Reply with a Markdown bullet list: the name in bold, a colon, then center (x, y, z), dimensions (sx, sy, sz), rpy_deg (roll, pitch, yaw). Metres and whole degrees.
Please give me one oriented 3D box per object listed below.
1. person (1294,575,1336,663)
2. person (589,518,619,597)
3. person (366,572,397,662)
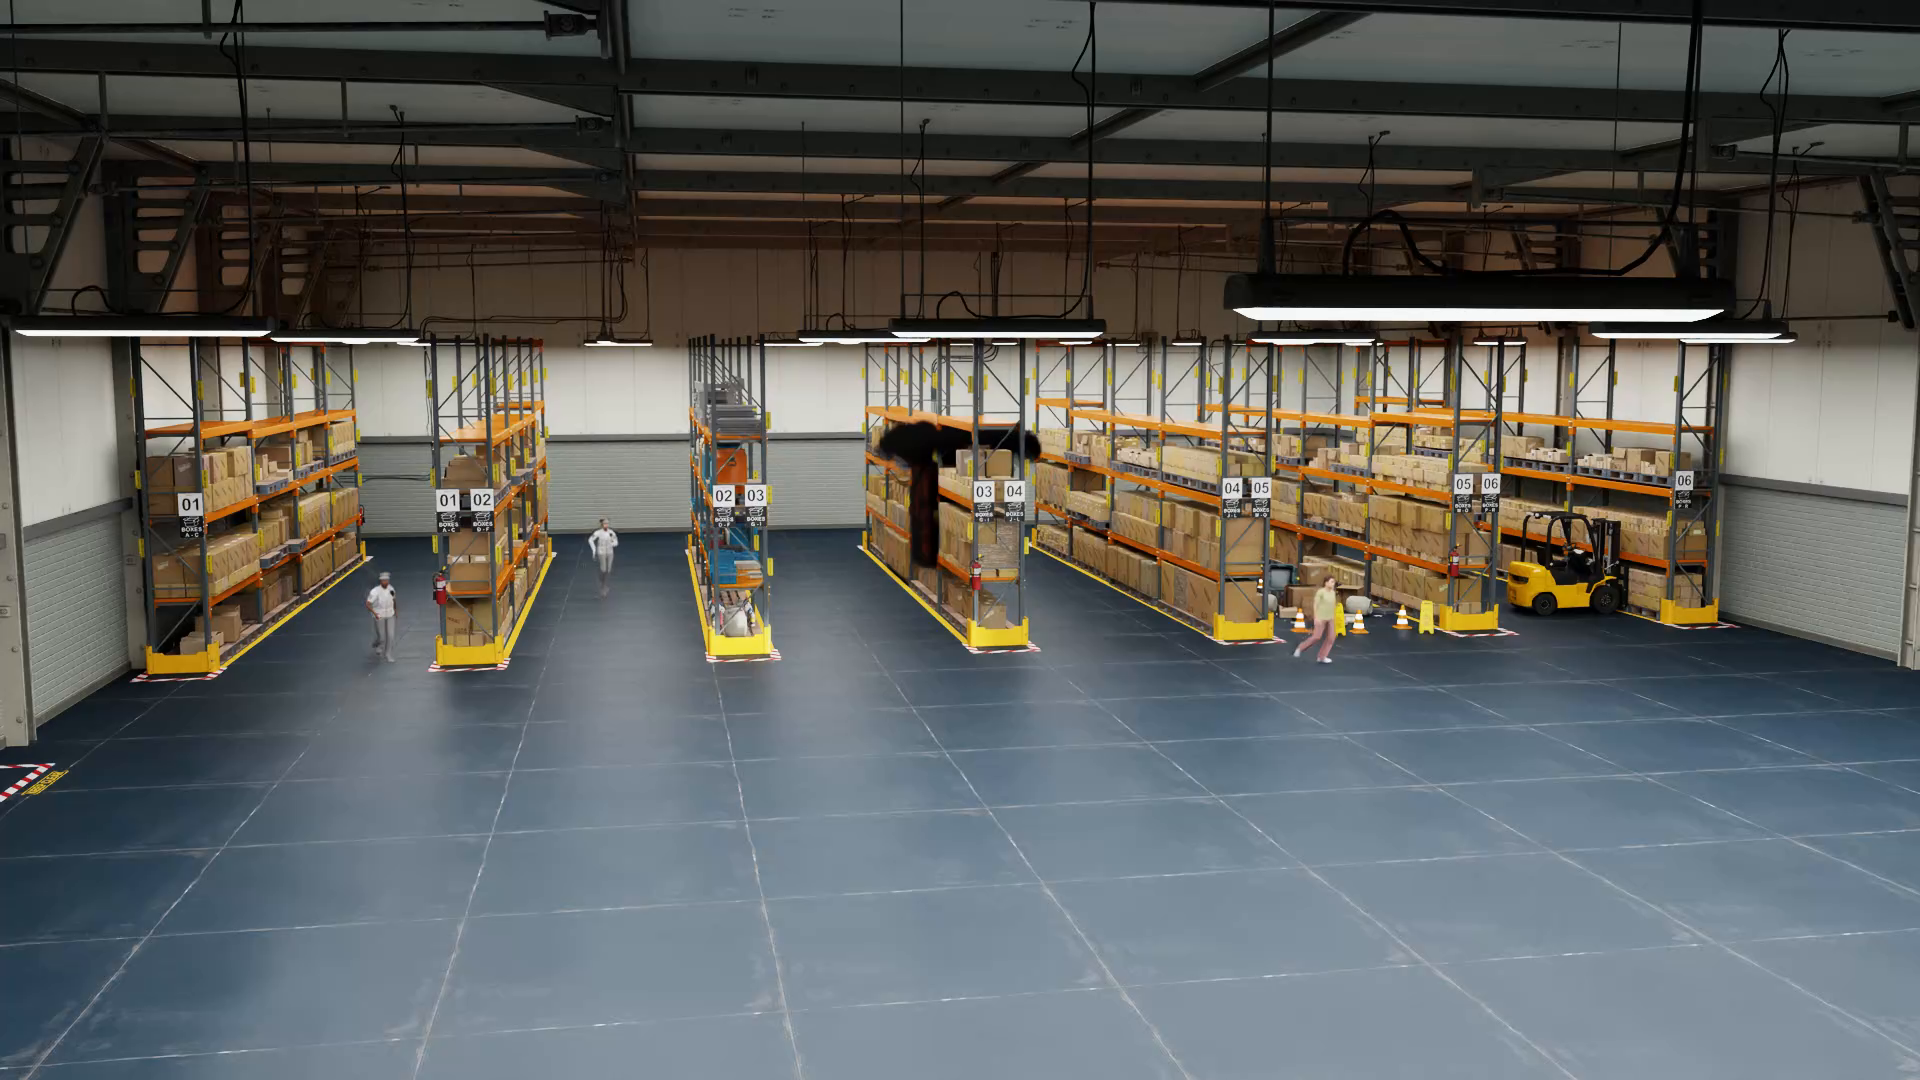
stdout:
- **person**: center (6.545, 1.430, 30.453), dimensions (0.737, 1.608, 0.574), rpy_deg (-3, 7, -28)
- **person**: center (-7.952, 0.382, 37.291), dimensions (0.594, 1.755, 0.669), rpy_deg (-3, 7, -26)
- **person**: center (-10.637, 1.401, 30.621), dimensions (0.598, 1.654, 0.765), rpy_deg (-5, 8, -39)
